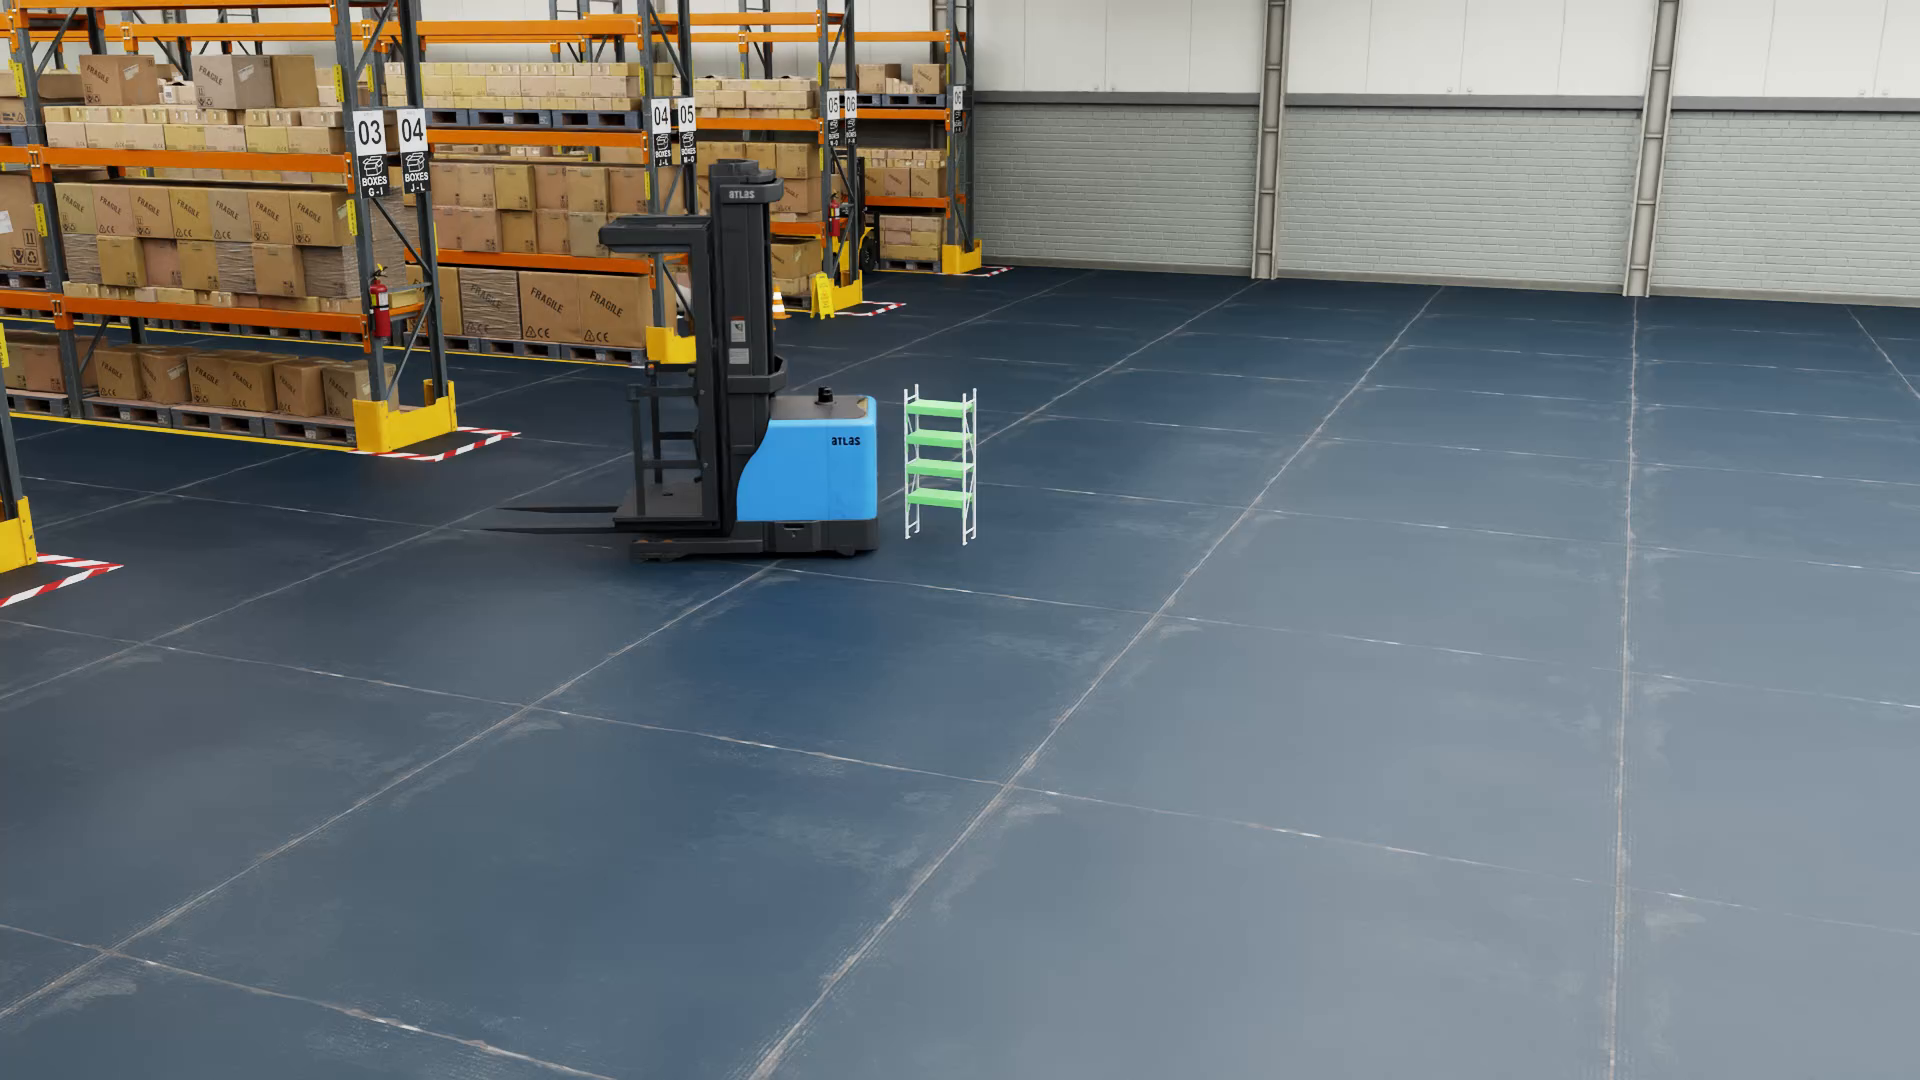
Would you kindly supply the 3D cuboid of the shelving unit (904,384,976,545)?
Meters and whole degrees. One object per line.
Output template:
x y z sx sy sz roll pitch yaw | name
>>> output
-0.154 -0.593 13.065 0.503 1.200 0.258 6 17 21 | shelving unit

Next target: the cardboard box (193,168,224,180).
-10.086 -4.960 22.906 0.500 0.500 0.700 6 17 20 | cardboard box

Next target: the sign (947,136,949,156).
-0.201 -6.826 28.804 0.005 0.325 0.100 6 17 21 | sign

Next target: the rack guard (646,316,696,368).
-3.506 -2.510 20.924 0.348 0.500 1.175 6 17 21 | rack guard

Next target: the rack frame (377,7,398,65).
-11.152 -10.404 32.870 0.127 3.000 1.000 6 17 21 | rack frame

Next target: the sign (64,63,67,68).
-16.478 -8.611 30.629 0.005 0.325 0.100 6 17 21 | sign

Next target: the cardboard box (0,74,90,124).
-9.565 -4.612 17.361 0.637 0.503 0.797 5 17 18 | cardboard box

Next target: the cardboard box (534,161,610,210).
-4.876 -4.477 21.008 0.550 0.550 0.875 6 17 21 | cardboard box

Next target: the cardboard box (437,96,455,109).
-6.330 -5.489 20.839 0.250 0.149 0.380 6 17 20 | cardboard box

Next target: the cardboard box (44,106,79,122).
-8.974 -4.293 16.756 0.250 0.149 0.380 6 17 19 | cardboard box

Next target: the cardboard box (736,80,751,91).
-3.141 -6.792 24.830 0.250 0.149 0.380 6 17 21 | cardboard box

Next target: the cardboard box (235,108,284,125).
-6.736 -4.078 16.016 0.250 0.149 0.380 6 17 21 | cardboard box

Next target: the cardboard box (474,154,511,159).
-7.469 -5.955 26.840 0.500 0.500 0.500 6 17 19 | cardboard box

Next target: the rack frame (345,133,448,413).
-5.443 -2.437 16.189 0.127 3.000 1.000 6 17 21 | rack frame

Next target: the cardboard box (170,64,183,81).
-13.440 -8.088 29.161 0.500 0.500 0.500 7 17 22 | cardboard box

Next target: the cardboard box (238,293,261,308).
-6.952 -2.416 16.566 0.250 0.149 0.380 6 17 21 | cardboard box

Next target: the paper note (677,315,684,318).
-4.151 -3.282 24.446 0.142 0.019 0.148 14 21 40 | paper note

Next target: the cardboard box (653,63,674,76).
-3.722 -5.783 20.419 0.250 0.149 0.380 6 17 21 | cardboard box

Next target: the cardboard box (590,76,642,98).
-4.086 -5.452 19.996 0.500 0.250 0.500 7 17 21 | cardboard box

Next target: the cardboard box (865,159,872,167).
-1.616 -6.742 29.676 0.250 0.149 0.380 6 17 21 | cardboard box

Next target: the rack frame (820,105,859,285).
-1.806 -5.007 25.042 0.127 3.000 1.000 6 17 21 | rack frame

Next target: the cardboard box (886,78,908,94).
-1.107 -7.953 29.116 0.258 0.266 0.396 6 17 21 | cardboard box

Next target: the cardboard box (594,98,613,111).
-4.196 -5.255 20.033 0.250 0.149 0.380 6 17 21 | cardboard box

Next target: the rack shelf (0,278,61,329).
-11.024 -2.706 18.403 4.000 0.370 1.077 6 17 21 | rack shelf

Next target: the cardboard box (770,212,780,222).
-2.740 -4.899 25.117 0.250 0.149 0.380 6 17 20 | cardboard box

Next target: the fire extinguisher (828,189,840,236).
-1.869 -4.839 24.601 0.183 0.674 0.296 6 17 21 | fire extinguisher

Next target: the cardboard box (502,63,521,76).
-5.385 -5.768 20.370 0.250 0.149 0.380 6 17 21 | cardboard box

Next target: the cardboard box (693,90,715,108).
-3.804 -6.656 25.076 0.500 0.250 0.500 6 17 21 | cardboard box

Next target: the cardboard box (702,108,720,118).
-3.686 -6.437 25.036 0.250 0.149 0.380 6 17 20 | cardboard box

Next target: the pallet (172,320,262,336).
-10.265 -3.092 23.447 1.213 0.211 1.003 6 17 21 | pallet

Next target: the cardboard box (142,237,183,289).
-7.813 -2.890 17.035 0.500 0.500 0.875 6 17 21 | cardboard box

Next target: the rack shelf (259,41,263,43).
-13.012 -10.261 33.675 4.000 0.370 1.077 6 17 21 | rack shelf

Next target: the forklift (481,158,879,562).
-2.155 -1.390 12.706 3.031 2.935 1.130 -1 16 -2 | forklift

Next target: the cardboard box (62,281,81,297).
-9.074 -2.626 17.289 0.250 0.149 0.380 6 17 21 | cardboard box

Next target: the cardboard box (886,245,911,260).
-1.001 -5.196 29.870 0.500 0.250 0.500 6 17 21 | cardboard box

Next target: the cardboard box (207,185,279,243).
-6.976 -3.202 16.317 0.500 0.500 0.500 6 17 21 | cardboard box

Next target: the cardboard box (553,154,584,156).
-6.325 -5.983 26.935 0.500 0.500 0.500 6 17 21 | cardboard box

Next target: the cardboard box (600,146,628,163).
-5.198 -5.986 25.908 0.500 0.500 0.700 6 17 20 | cardboard box

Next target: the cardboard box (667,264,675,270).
-4.575 -4.476 26.045 0.500 0.500 0.500 7 18 23 | cardboard box

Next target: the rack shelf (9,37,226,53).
-14.830 -8.783 29.295 4.000 0.370 1.077 6 17 21 | rack shelf

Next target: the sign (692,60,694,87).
-3.319 -5.755 20.527 0.005 0.325 0.100 6 17 21 | sign

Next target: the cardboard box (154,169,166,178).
-13.975 -6.315 29.368 0.500 0.500 0.500 6 17 19 | cardboard box

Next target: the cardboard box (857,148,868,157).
-1.828 -6.935 29.805 0.250 0.149 0.380 7 17 21 | cardboard box

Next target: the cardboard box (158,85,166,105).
-11.404 -6.148 23.410 0.500 0.500 0.500 6 17 21 | cardboard box

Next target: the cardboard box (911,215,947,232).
-0.531 -5.623 29.547 0.500 0.250 0.500 7 18 22 | cardboard box

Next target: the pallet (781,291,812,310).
-2.620 -3.768 25.776 1.213 0.211 1.003 6 17 21 | pallet

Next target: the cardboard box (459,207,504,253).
-5.923 -4.024 21.385 0.550 0.550 0.875 6 17 21 | cardboard box

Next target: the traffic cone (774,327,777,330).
-2.771 -3.176 23.283 0.334 0.463 0.336 6 17 21 | traffic cone

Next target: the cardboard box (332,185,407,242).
-5.854 -3.235 16.431 0.500 0.500 0.500 6 17 21 | cardboard box
